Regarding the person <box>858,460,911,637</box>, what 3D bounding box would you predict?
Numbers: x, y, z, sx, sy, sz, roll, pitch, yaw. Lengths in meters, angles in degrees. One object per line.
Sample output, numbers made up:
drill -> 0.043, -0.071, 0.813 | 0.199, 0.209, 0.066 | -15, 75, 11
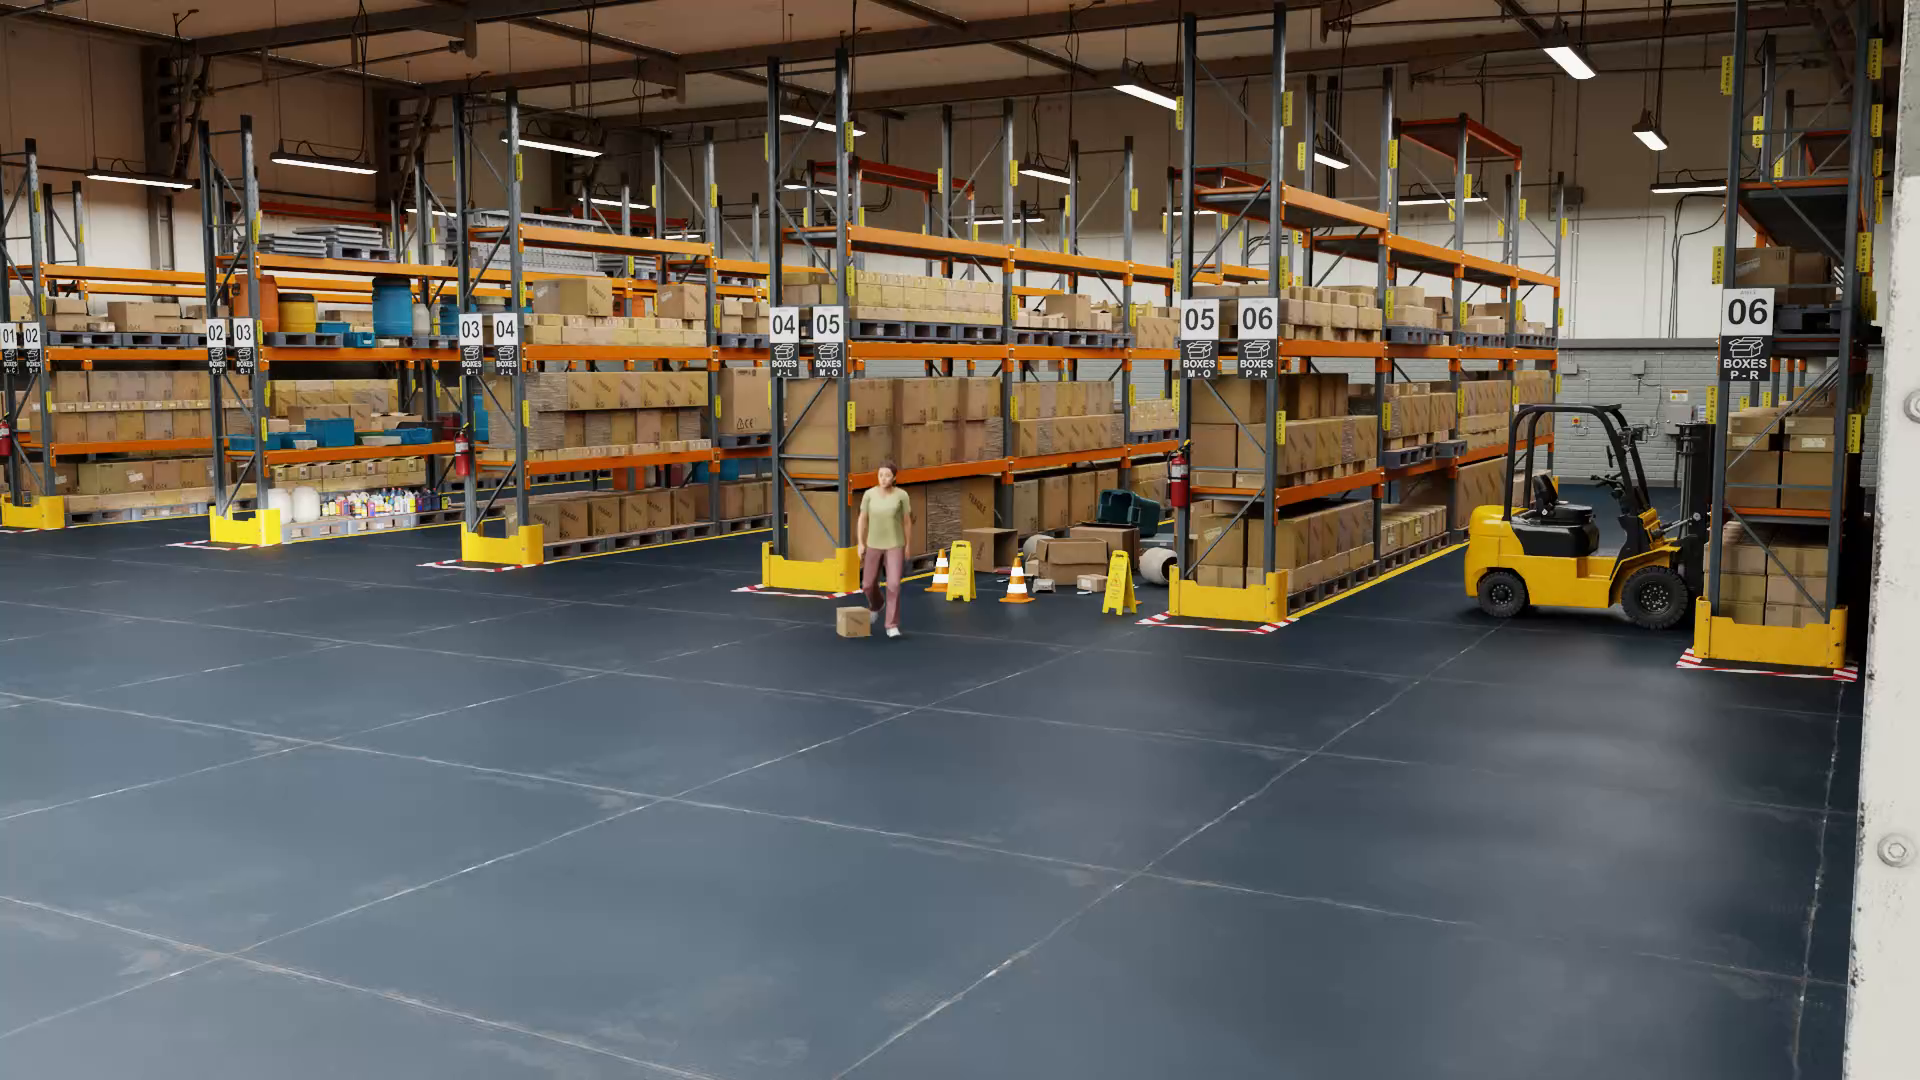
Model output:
person -> -0.698, 0.062, 15.673 | 0.502, 1.654, 0.644 | 0, 6, 4
